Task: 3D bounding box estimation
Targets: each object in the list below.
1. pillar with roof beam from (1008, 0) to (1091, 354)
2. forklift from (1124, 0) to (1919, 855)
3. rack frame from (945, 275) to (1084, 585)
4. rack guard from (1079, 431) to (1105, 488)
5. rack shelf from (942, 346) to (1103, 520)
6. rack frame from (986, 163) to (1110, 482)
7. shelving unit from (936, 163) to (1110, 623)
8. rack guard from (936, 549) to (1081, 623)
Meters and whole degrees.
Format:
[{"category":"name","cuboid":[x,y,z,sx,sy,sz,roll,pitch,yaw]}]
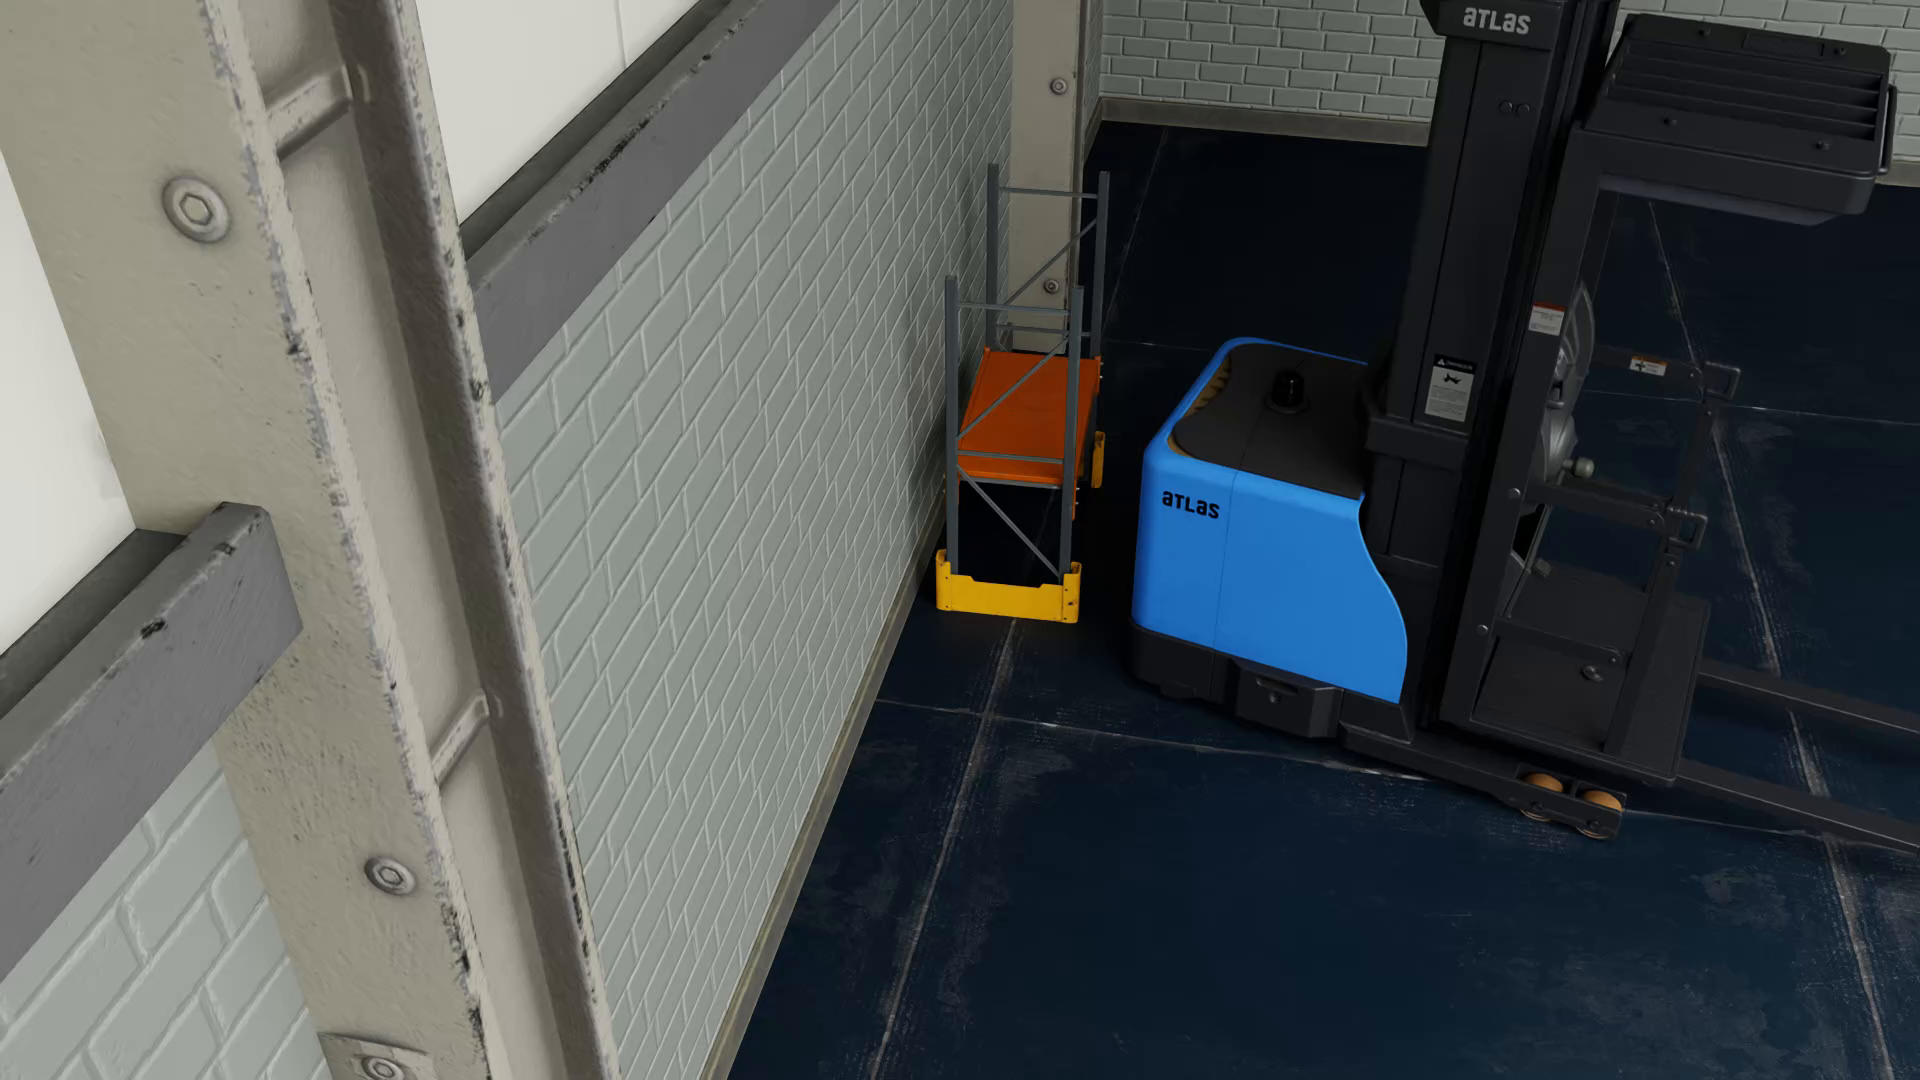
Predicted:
[{"category":"pillar with roof beam","cuboid":[4.634,-4.195,5.370,9.100,9.000,0.400,7,37,10]},{"category":"forklift","cuboid":[2.191,-0.502,5.446,3.031,2.935,1.130,16,39,21]},{"category":"rack frame","cuboid":[0.194,-0.318,6.410,0.500,1.500,0.032,6,36,8]},{"category":"rack guard","cuboid":[0.358,-0.389,7.573,0.587,0.250,0.087,6,36,8]},{"category":"rack shelf","cuboid":[0.278,-0.466,6.922,0.538,0.185,1.000,6,36,8]},{"category":"rack frame","cuboid":[0.362,-0.906,7.222,0.500,1.500,0.032,6,36,8]},{"category":"shelving unit","cuboid":[0.277,-0.607,6.809,0.587,1.500,1.083,6,36,8]},{"category":"rack guard","cuboid":[0.195,0.188,6.778,0.587,0.250,0.087,6,36,8]}]
